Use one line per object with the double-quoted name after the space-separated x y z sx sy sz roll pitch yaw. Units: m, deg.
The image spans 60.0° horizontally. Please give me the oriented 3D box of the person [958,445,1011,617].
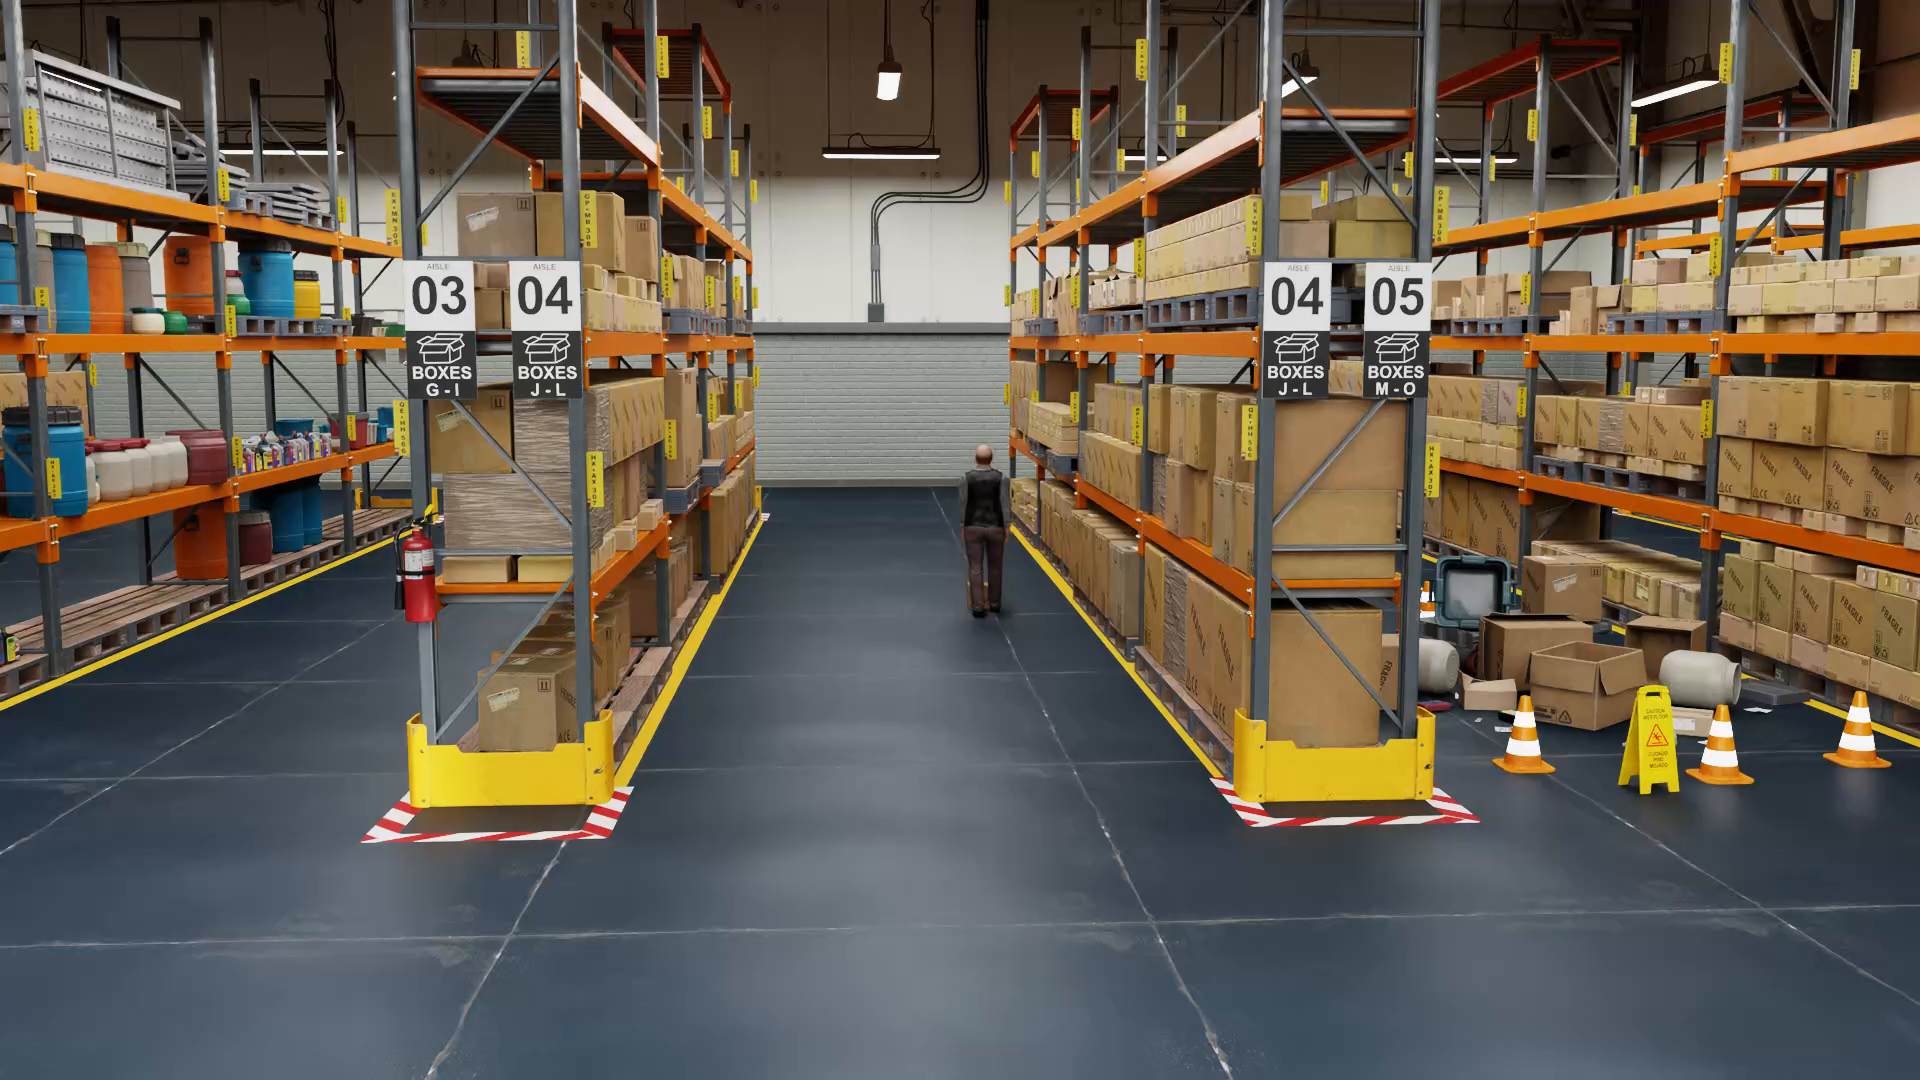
0.235 -0.101 16.751 0.535 1.727 0.566 0 7 -4 "person"
